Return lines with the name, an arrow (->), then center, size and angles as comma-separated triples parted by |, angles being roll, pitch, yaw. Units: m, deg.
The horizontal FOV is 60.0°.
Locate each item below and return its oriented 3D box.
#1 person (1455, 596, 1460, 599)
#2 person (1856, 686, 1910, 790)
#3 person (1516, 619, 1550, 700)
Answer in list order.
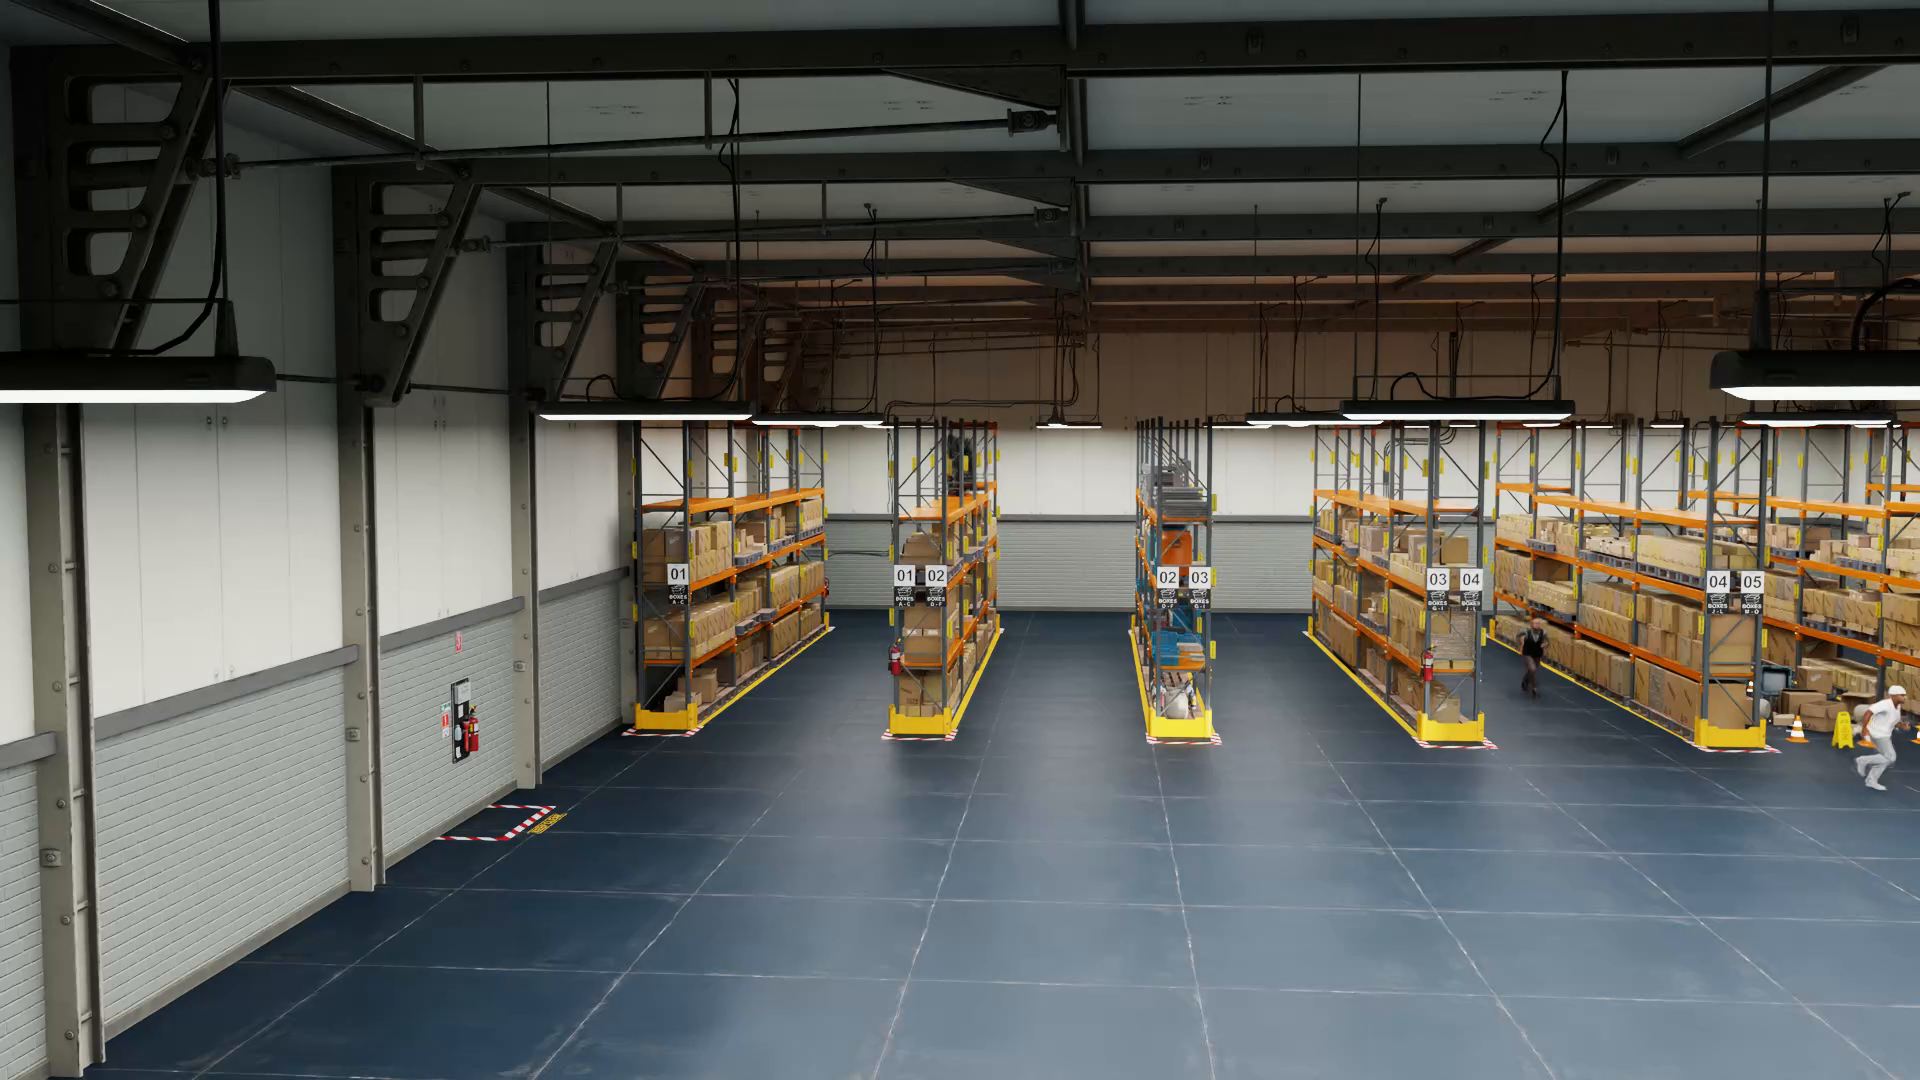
person -> 14.274, 1.802, 46.966 | 0.668, 1.799, 0.678 | 2, 4, 31
person -> 14.786, 3.153, 26.630 | 0.736, 1.686, 0.689 | 4, 5, 43
person -> 12.341, 2.540, 35.897 | 0.658, 1.735, 1.019 | 0, 4, -5
